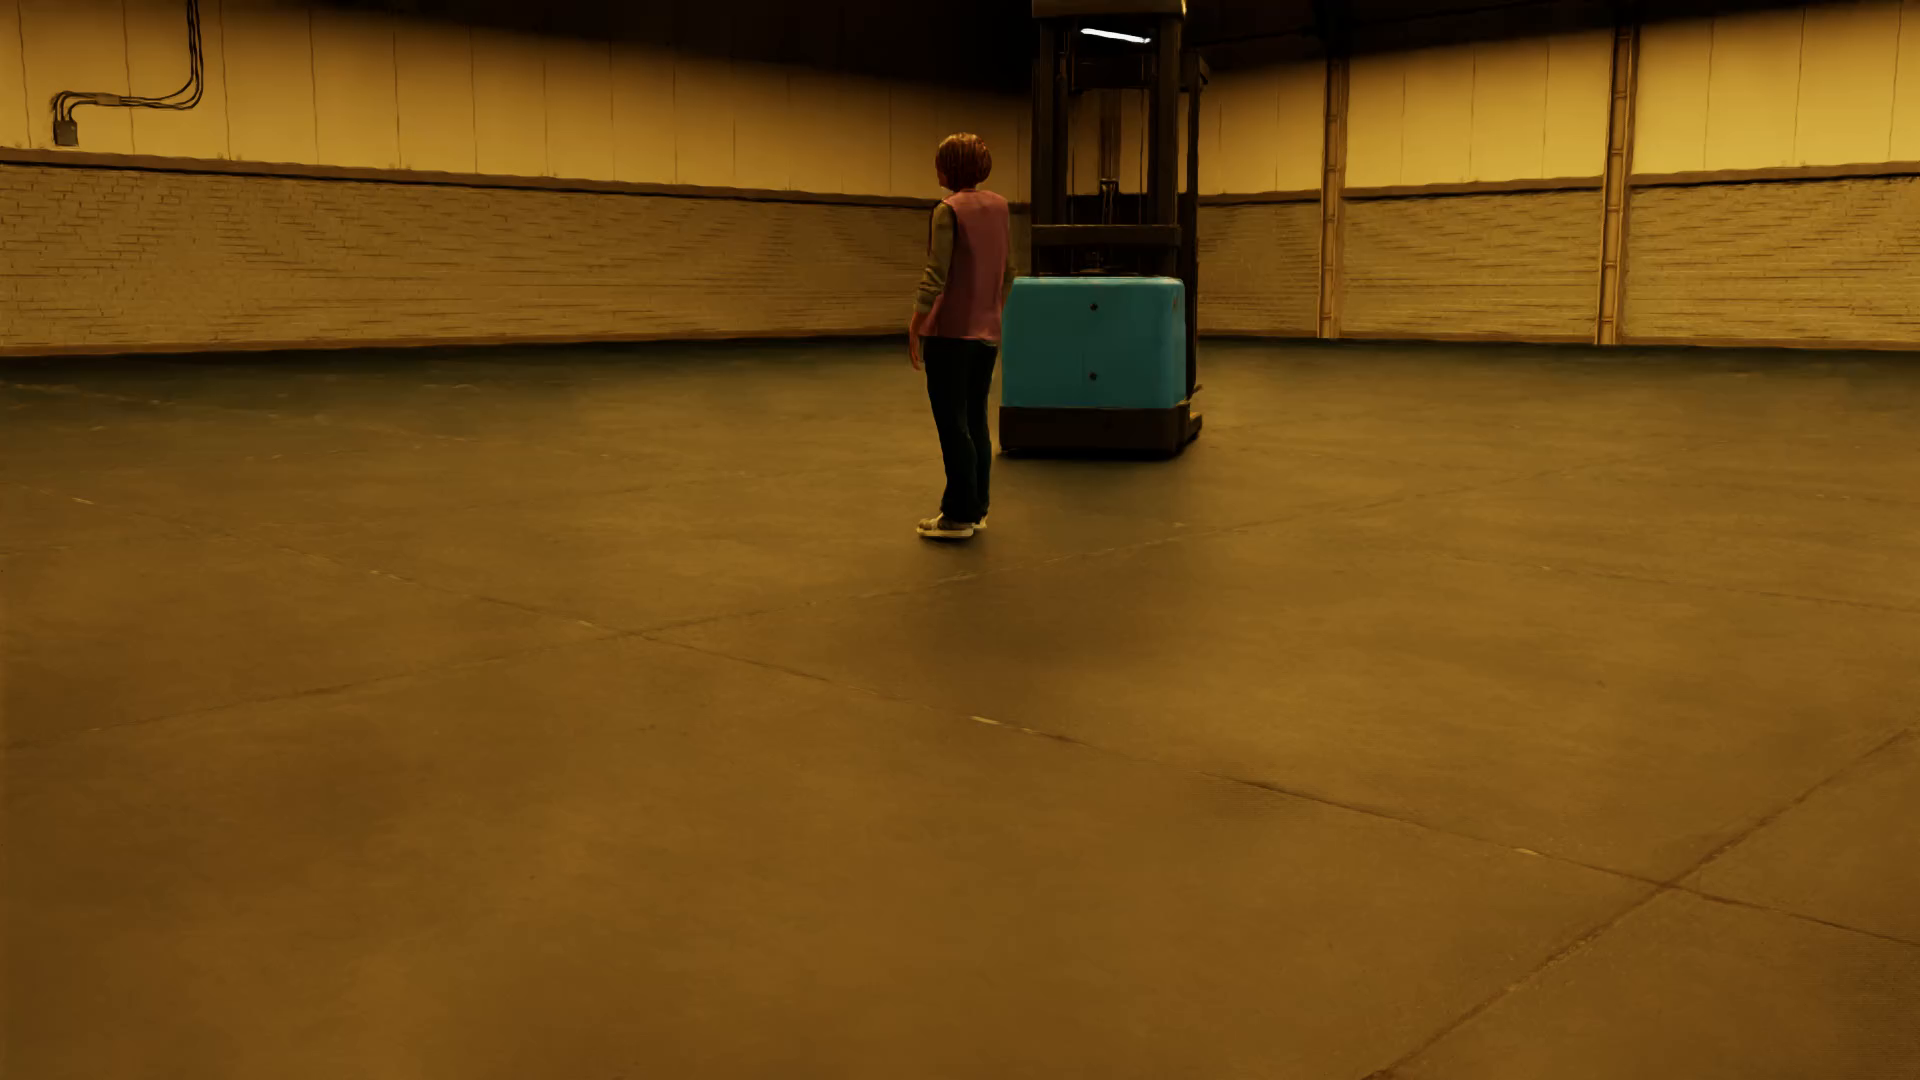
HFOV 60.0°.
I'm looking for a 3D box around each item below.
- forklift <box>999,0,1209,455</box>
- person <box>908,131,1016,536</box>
[{"bbox_3d":[1.061,-2.146,11.124,1.130,2.935,3.031,2,9,13],"label":"forklift"},{"bbox_3d":[-0.044,-0.806,6.658,0.474,1.597,0.520,8,12,43],"label":"person"}]
